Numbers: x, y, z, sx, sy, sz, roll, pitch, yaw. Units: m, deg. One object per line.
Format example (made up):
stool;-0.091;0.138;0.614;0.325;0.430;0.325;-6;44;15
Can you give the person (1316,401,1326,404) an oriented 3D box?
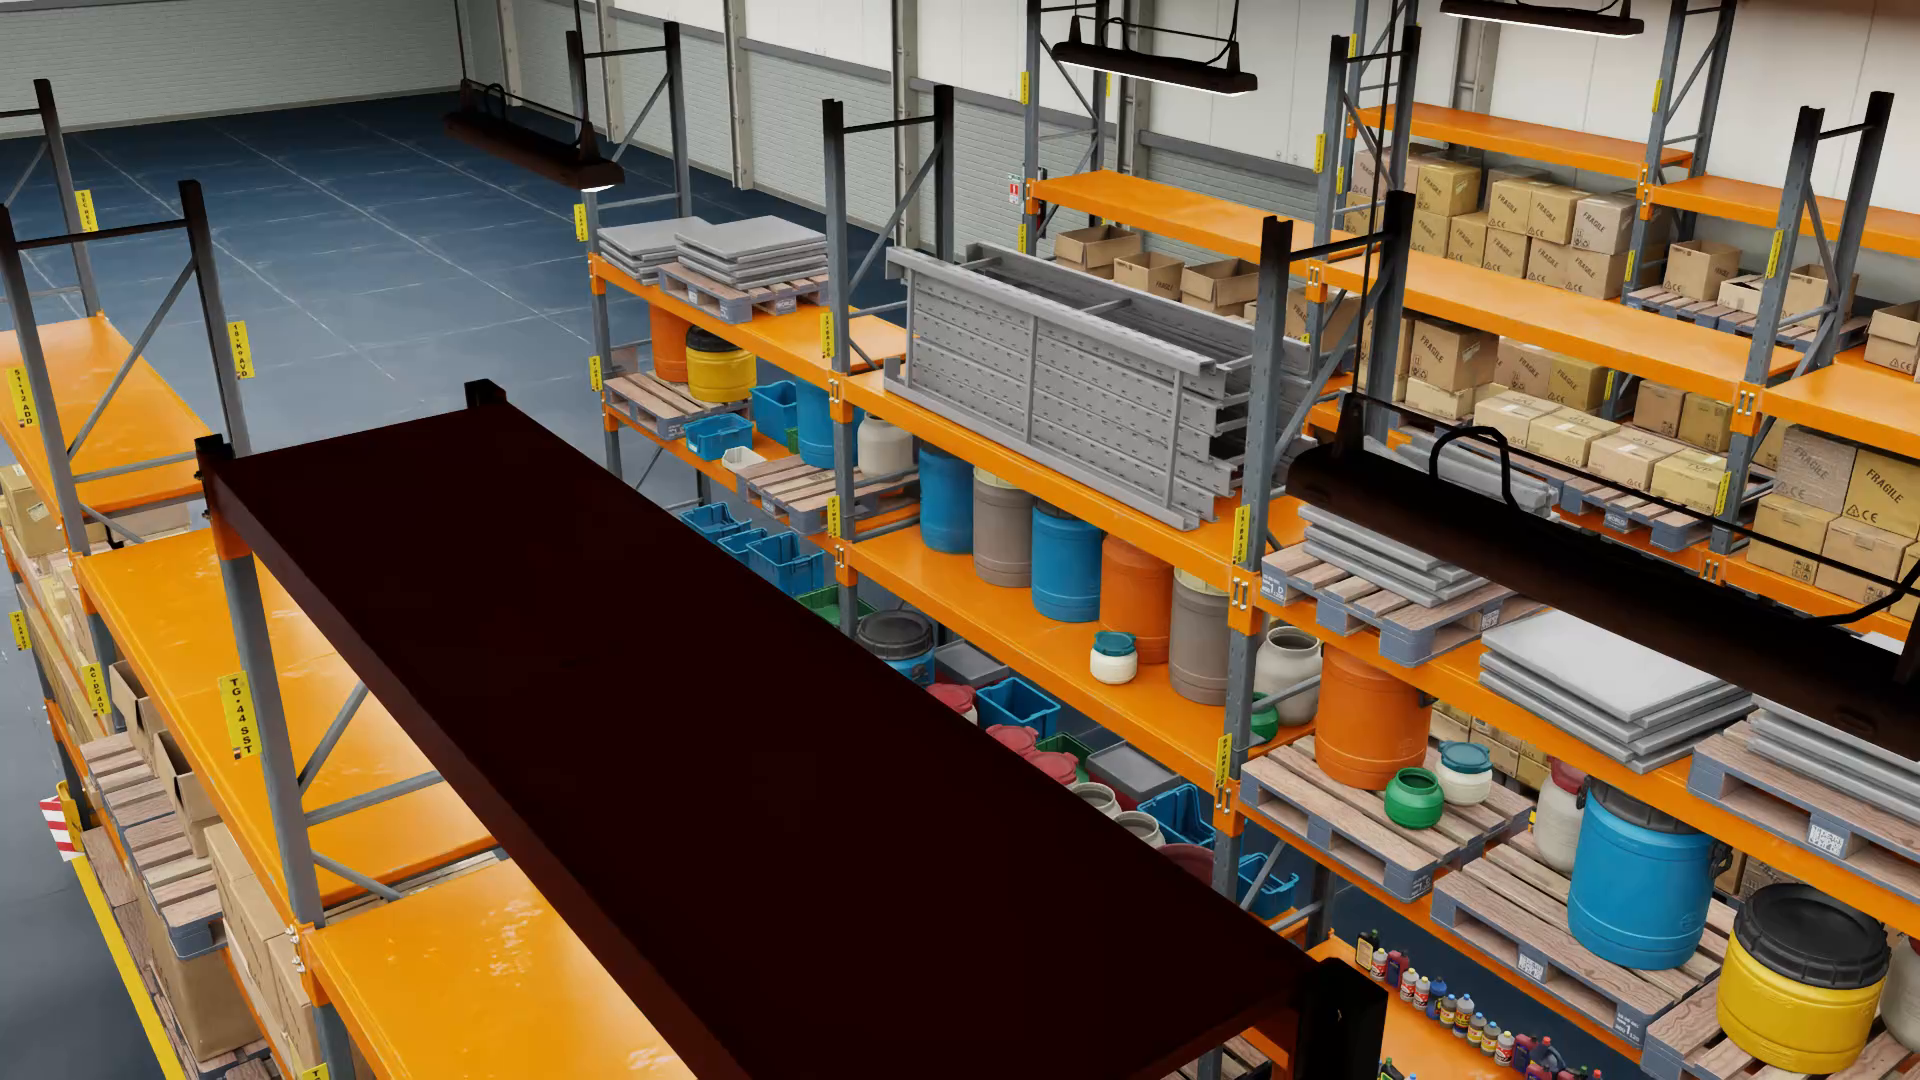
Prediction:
person;4.173;-1.653;20.433;0.618;1.769;0.555;-10;27;-20
